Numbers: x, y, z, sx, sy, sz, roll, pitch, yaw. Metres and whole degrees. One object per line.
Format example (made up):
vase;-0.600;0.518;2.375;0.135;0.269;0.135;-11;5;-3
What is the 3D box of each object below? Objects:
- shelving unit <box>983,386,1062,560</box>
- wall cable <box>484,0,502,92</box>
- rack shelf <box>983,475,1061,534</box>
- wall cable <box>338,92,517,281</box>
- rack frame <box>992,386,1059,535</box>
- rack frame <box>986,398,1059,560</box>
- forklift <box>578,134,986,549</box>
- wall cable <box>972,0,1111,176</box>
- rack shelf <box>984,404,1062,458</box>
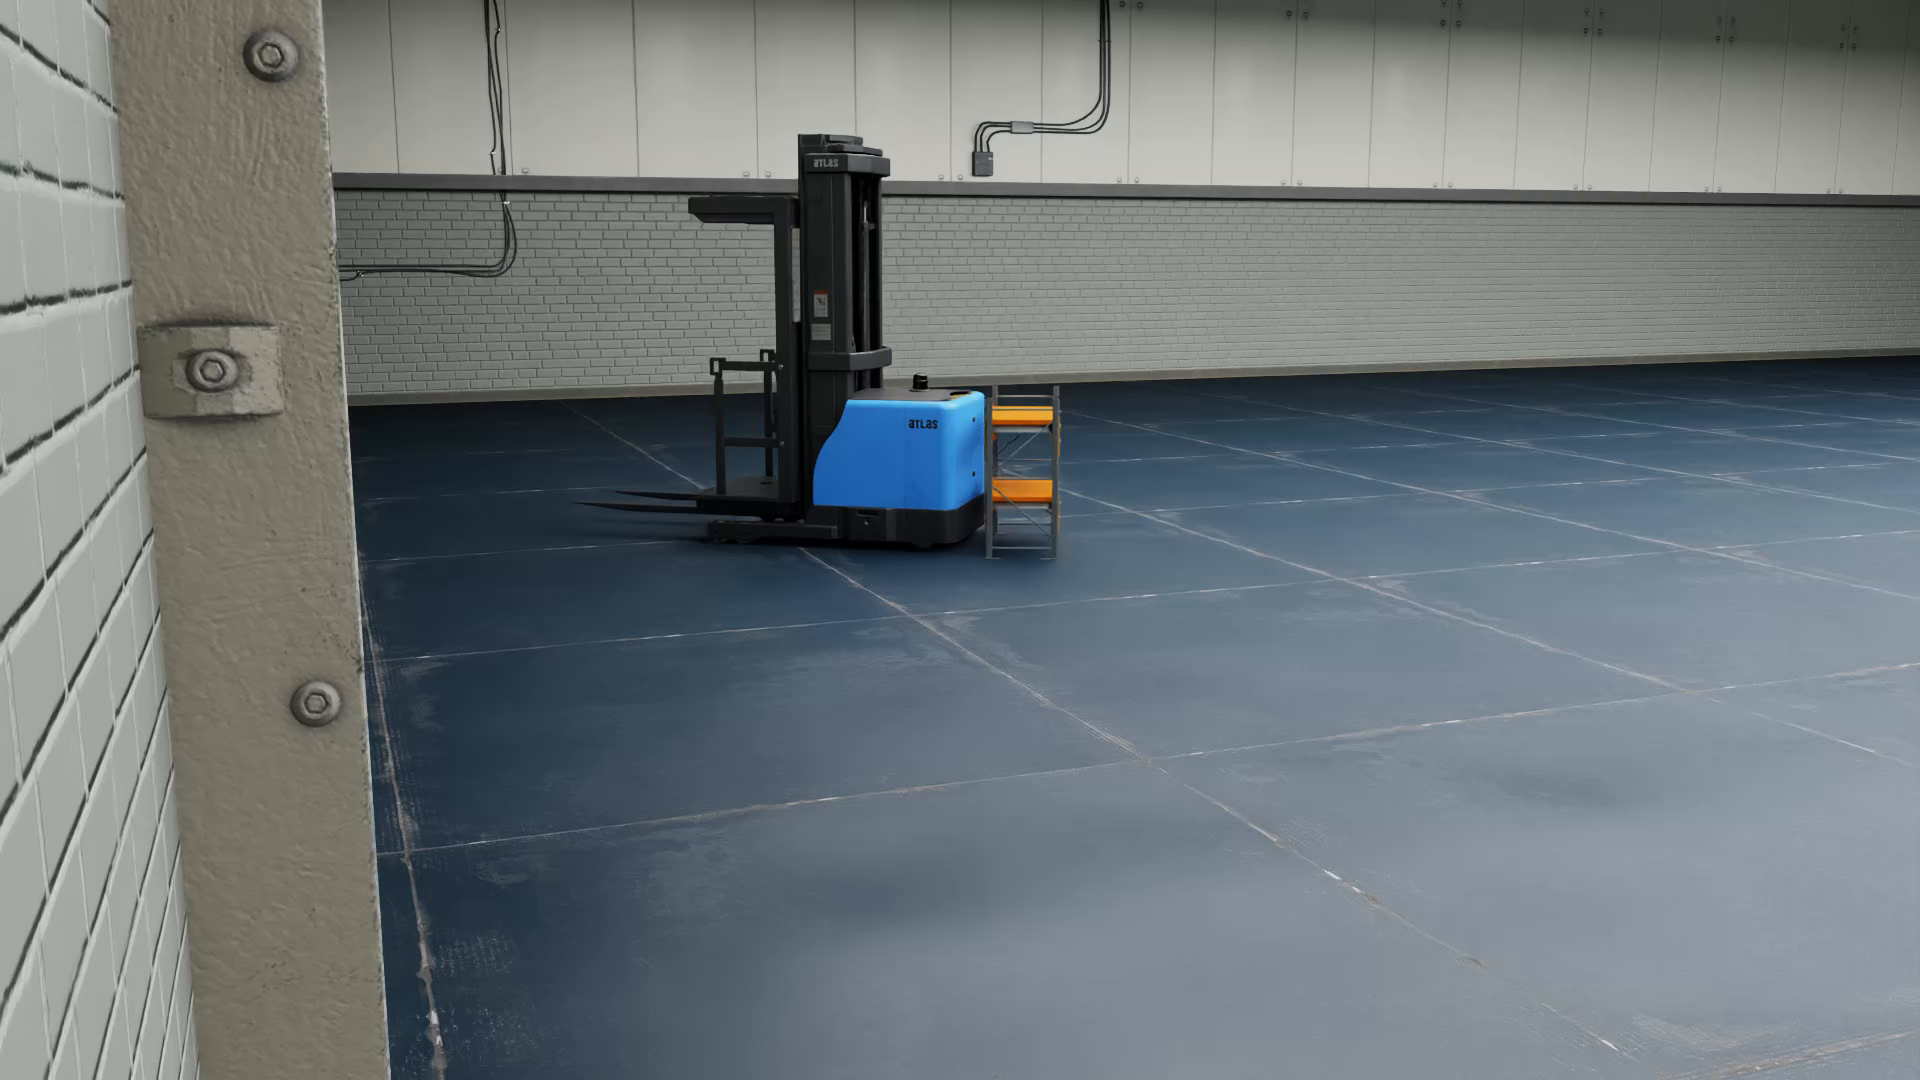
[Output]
shelving unit;0.461;-0.508;12.023;0.538;1.125;1.048;1;10;3
wall cable;-5.048;-7.424;22.862;3.097;2.526;0.112;-4;11;-21
rack shelf;0.461;-0.268;12.066;0.538;0.278;1.000;1;10;3
wall cable;-7.569;-4.765;22.339;3.097;2.526;0.112;-4;11;-21
rack frame;0.490;-0.597;12.523;0.500;1.125;0.032;1;10;3
rack frame;0.431;-0.419;11.524;0.500;1.125;0.032;1;10;3
forklift;-1.371;-1.497;12.426;3.031;2.935;1.130;3;10;14
wall cable;1.285;-8.568;25.142;2.305;6.003;0.169;-4;11;-21
rack shelf;0.461;-0.796;11.972;0.538;0.278;1.000;1;10;3
